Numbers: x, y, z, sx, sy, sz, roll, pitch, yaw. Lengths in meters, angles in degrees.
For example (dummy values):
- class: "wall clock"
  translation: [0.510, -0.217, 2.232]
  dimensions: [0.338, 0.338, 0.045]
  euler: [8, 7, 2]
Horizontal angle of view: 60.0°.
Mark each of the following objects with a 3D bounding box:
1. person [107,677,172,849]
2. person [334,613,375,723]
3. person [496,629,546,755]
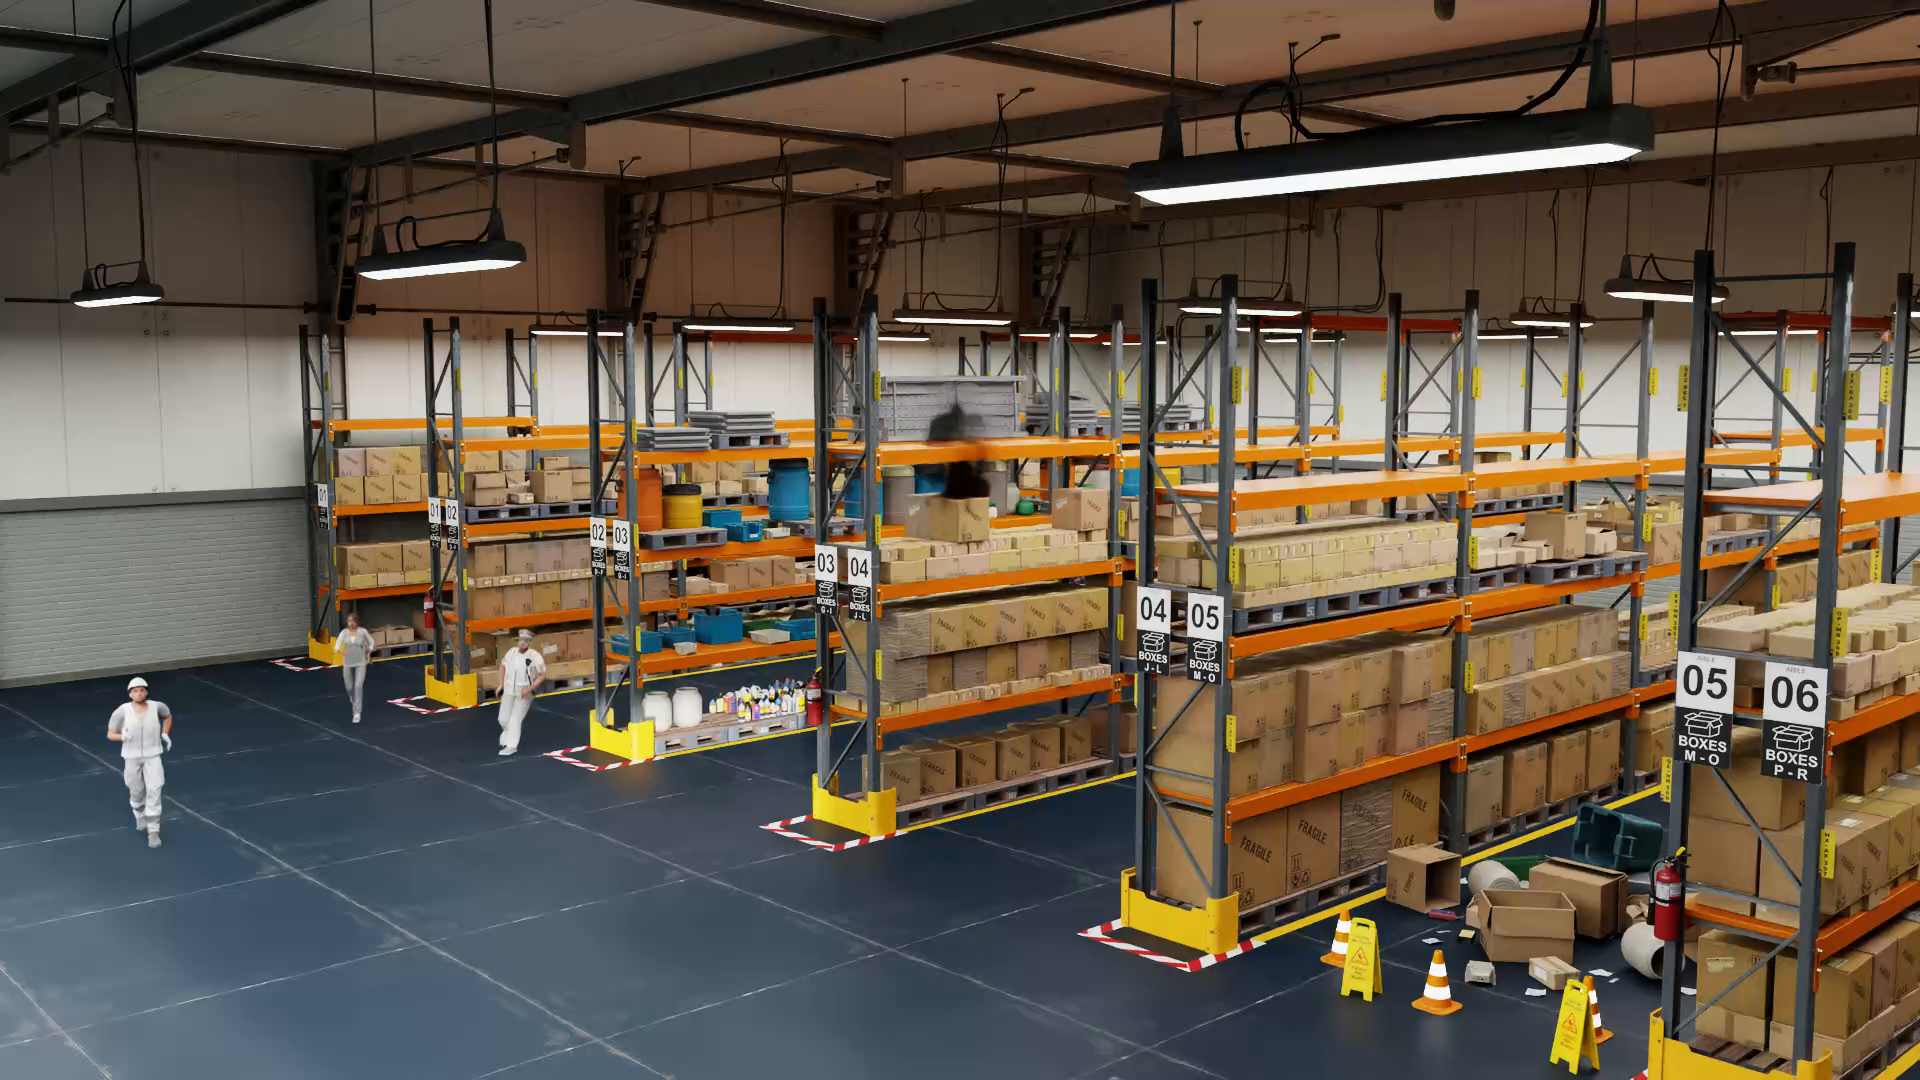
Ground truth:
- class: "person"
  translation: [-8.991, 2.406, 18.272]
  dimensions: [0.648, 1.809, 0.915]
  euler: [-3, 7, -27]
- class: "person"
  translation: [-8.983, 1.865, 24.663]
  dimensions: [0.555, 1.582, 0.800]
  euler: [-1, 6, -11]
- class: "person"
  translation: [-5.951, 2.051, 22.441]
  dimensions: [0.700, 1.707, 0.539]
  euler: [0, 6, 5]
